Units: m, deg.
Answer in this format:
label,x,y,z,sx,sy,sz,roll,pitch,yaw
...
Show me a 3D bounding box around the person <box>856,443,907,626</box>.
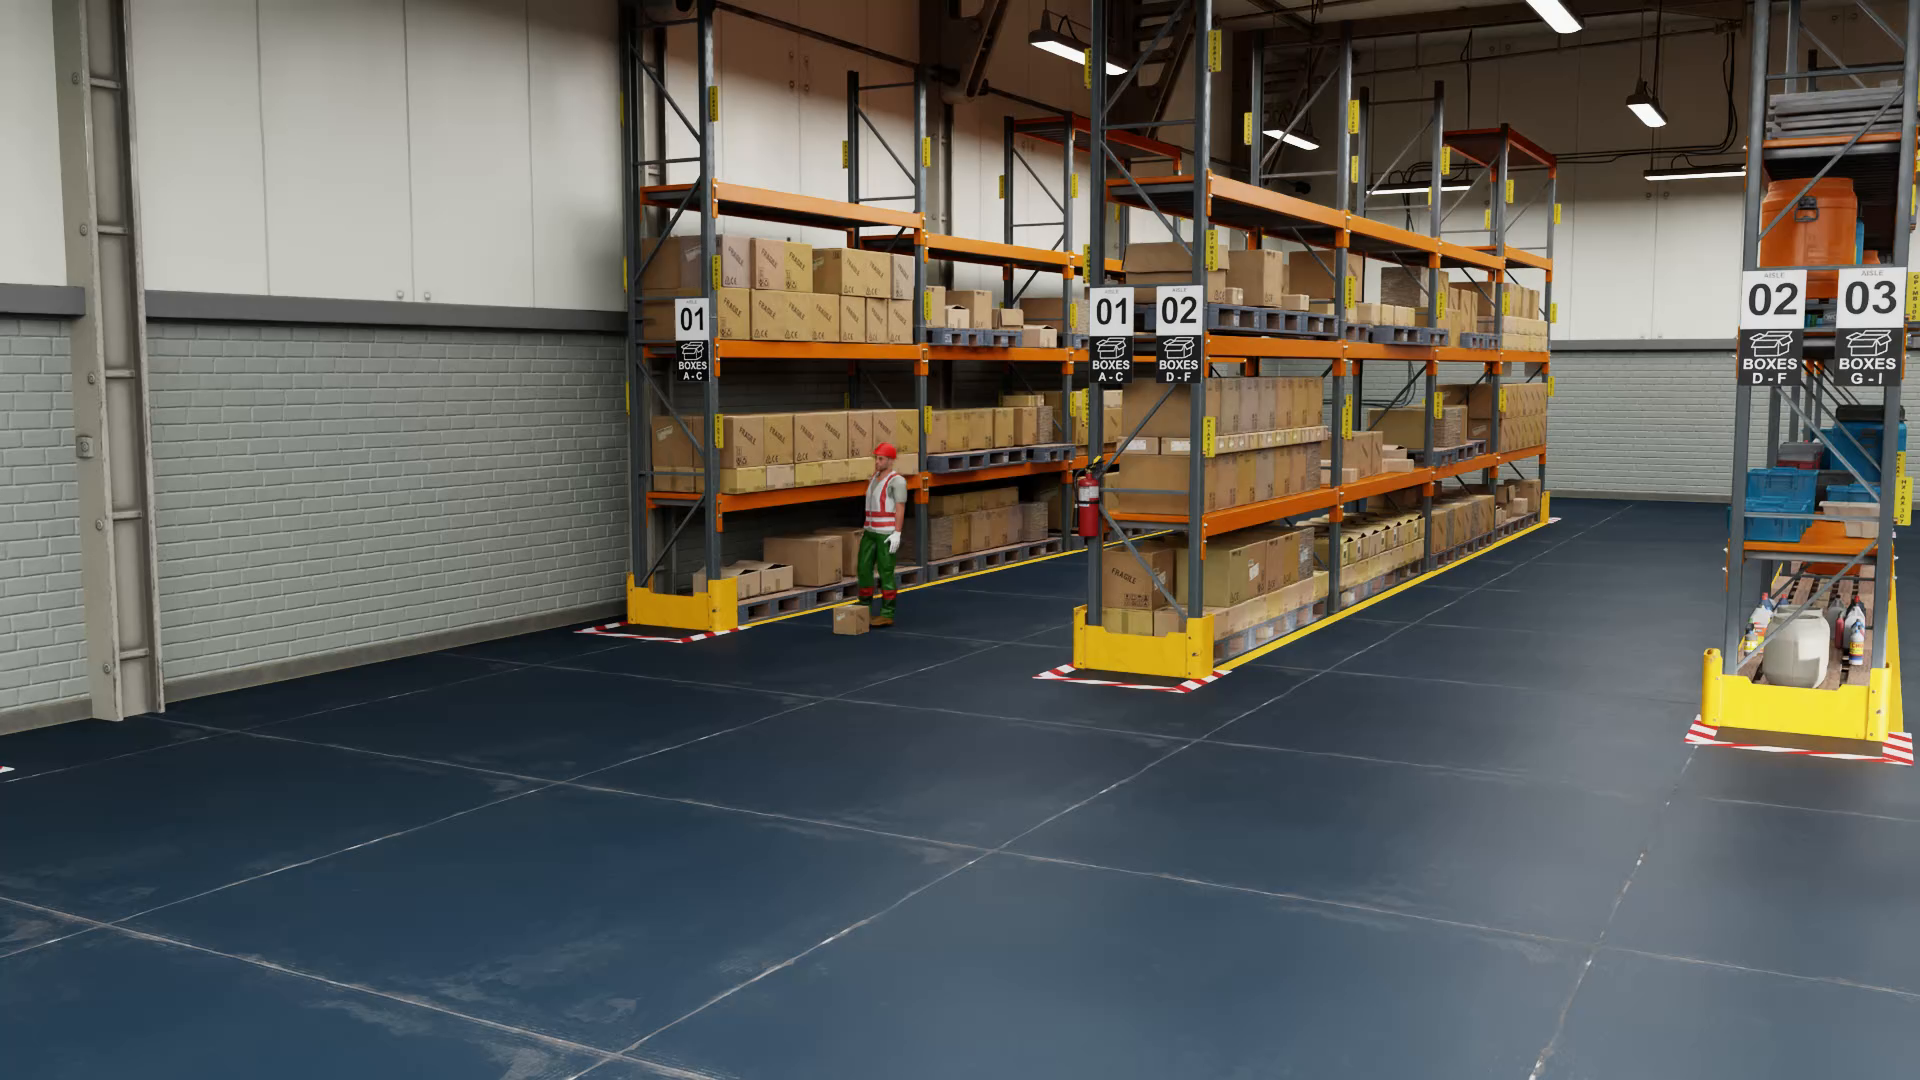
label,x,y,z,sx,sy,sz,roll,pitch,yaw
person,-0.823,-0.044,16.344,0.478,1.819,0.575,-5,8,-40
